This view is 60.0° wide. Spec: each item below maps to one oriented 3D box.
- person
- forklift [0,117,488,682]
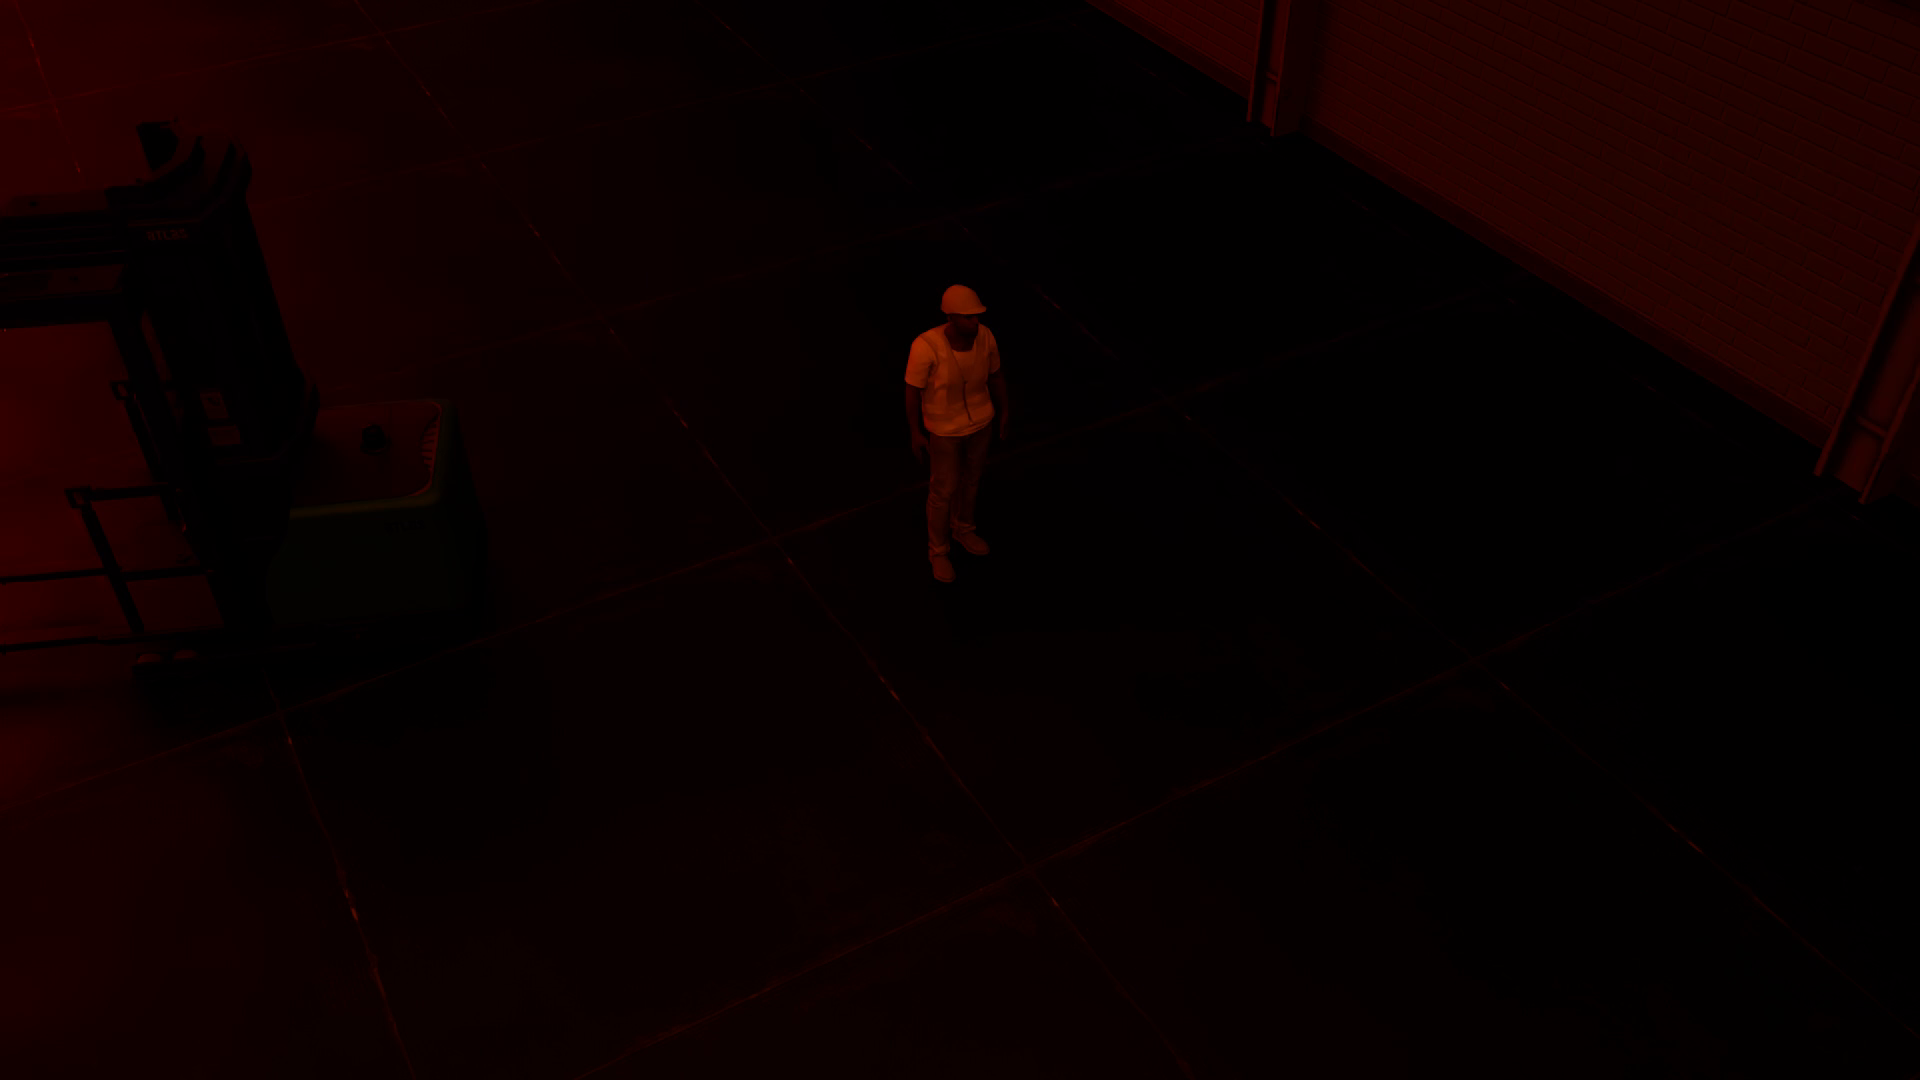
[{"bbox_3d":[0.029,-0.645,9.715,0.665,1.765,0.577,-20,44,-23],"label":"person"},{"bbox_3d":[-4.346,-0.692,8.871,3.031,2.935,1.130,-6,40,-7],"label":"forklift"}]
